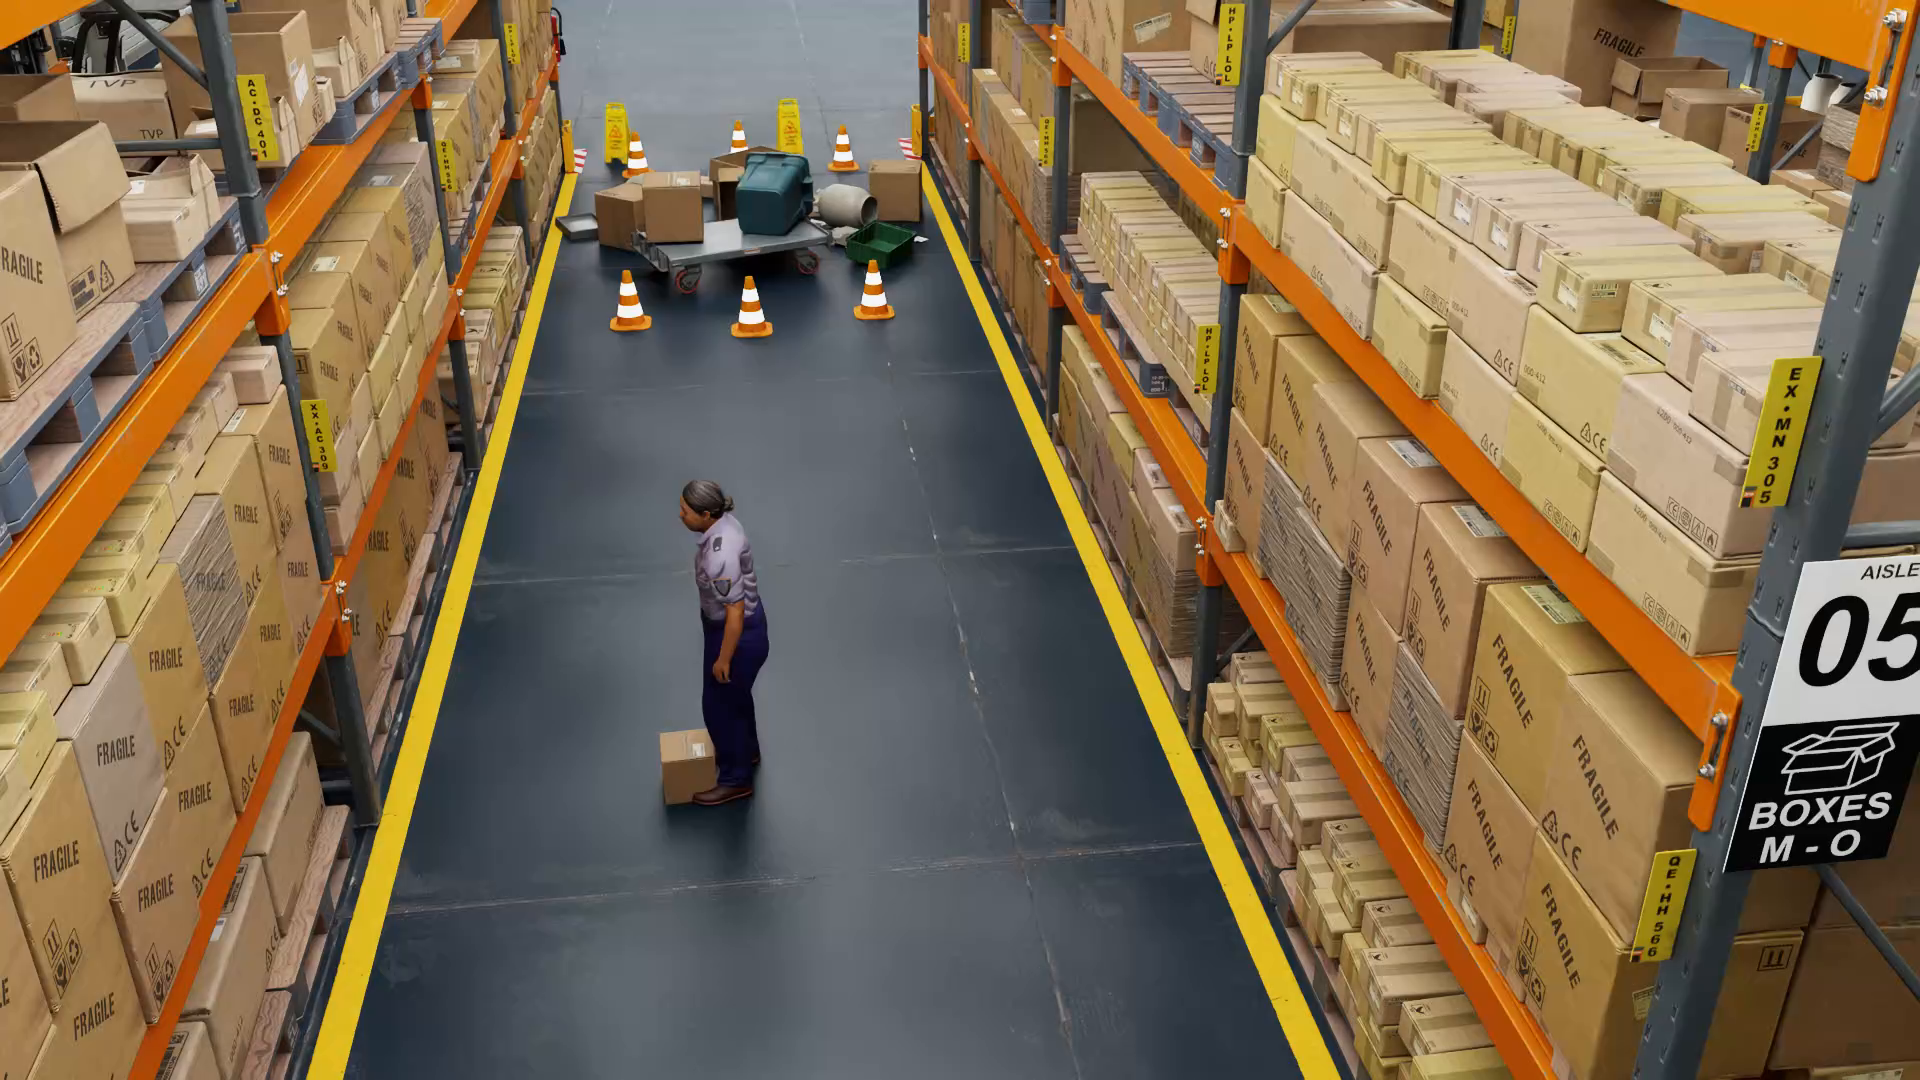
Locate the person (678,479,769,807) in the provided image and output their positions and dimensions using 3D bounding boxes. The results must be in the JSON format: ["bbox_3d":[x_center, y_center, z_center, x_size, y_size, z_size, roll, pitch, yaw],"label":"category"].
[{"bbox_3d":[-1.102,0.451,7.754,0.414,1.651,0.545,-4,28,-8],"label":"person"}]
